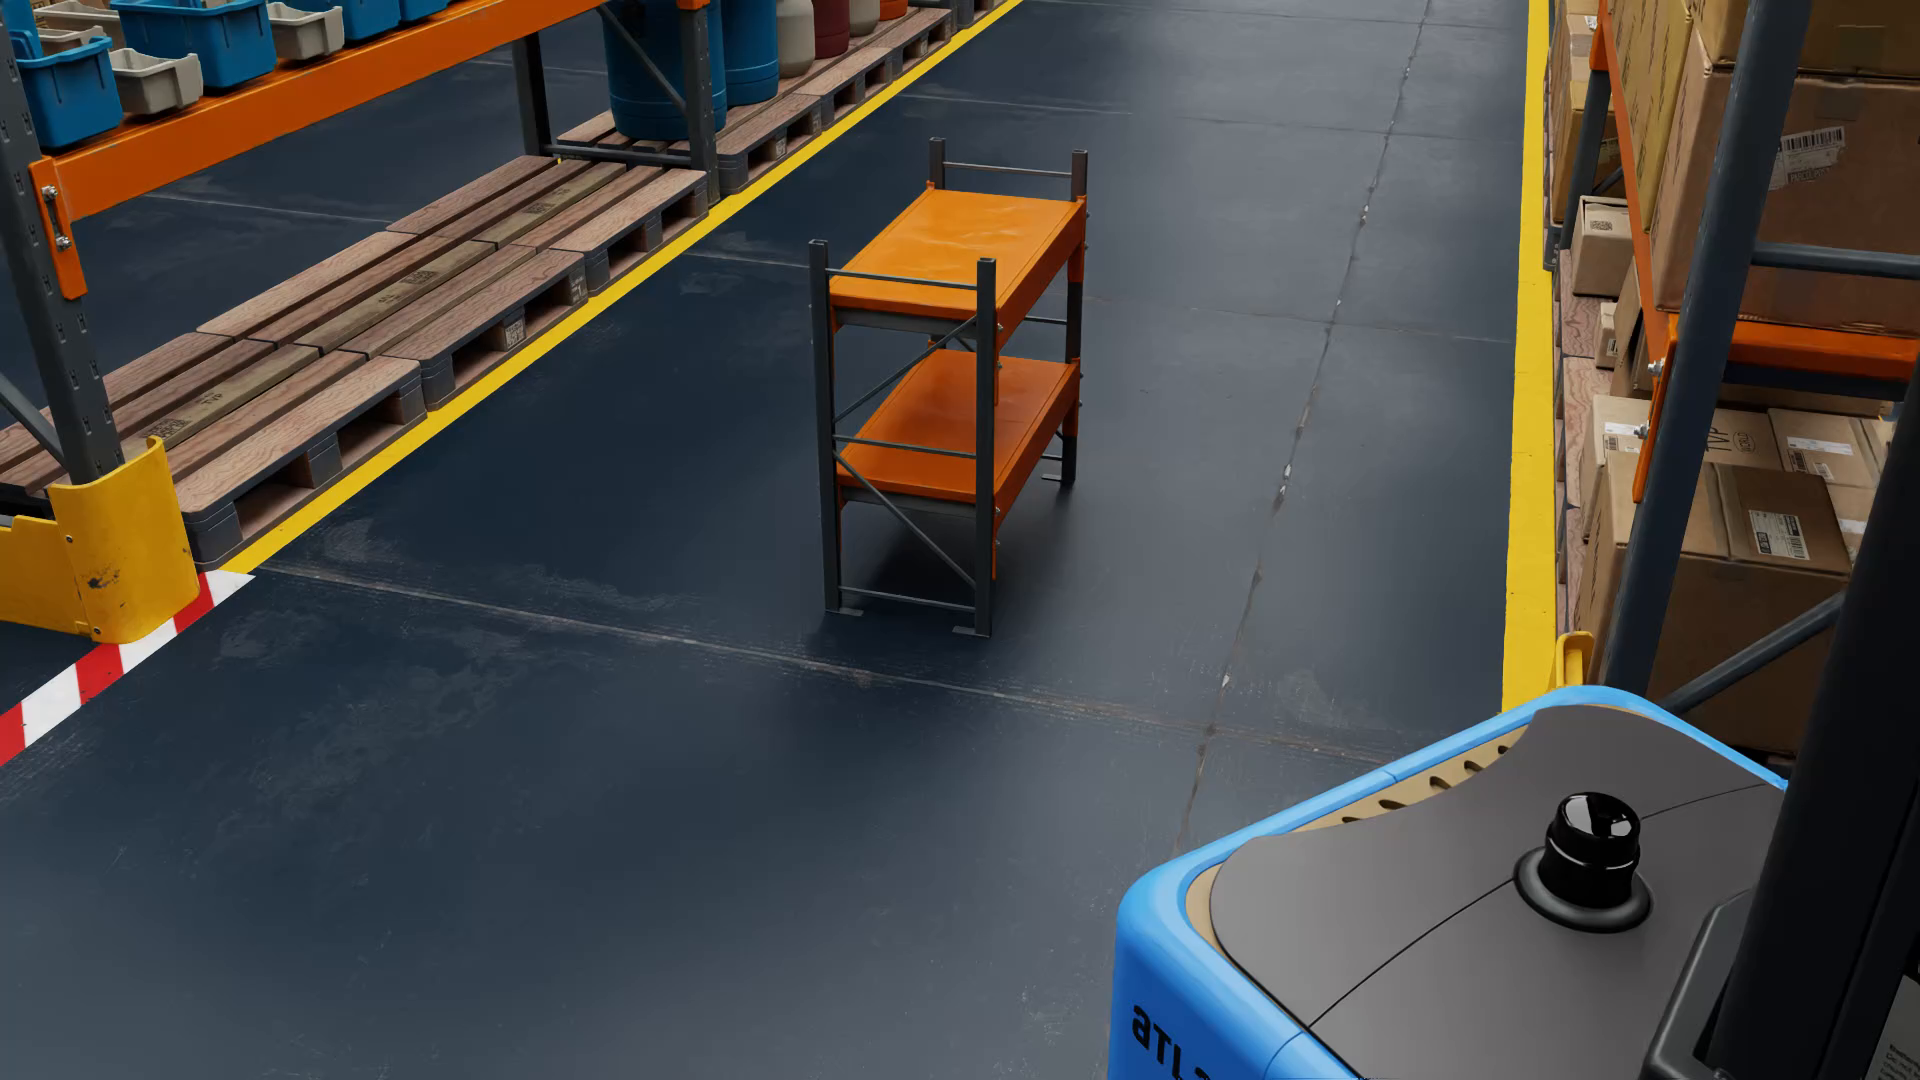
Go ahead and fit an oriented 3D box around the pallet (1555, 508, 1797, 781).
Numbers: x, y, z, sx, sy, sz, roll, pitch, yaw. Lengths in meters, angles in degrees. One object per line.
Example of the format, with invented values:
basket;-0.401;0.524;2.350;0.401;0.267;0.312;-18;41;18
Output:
pallet;2.127;0.340;4.422;1.003;0.211;1.213;8;30;15

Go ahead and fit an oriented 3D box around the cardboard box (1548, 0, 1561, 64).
cardboard box;3.813;-3.120;9.891;0.500;0.500;0.500;10;31;17

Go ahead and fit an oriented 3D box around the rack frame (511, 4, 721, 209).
rack frame;-1.688;-3.040;7.630;1.000;3.000;0.127;8;30;15

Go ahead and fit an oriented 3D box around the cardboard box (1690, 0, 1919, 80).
cardboard box;1.740;-1.200;3.190;0.500;0.500;0.500;8;30;14

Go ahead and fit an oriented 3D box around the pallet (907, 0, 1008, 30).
pallet;-0.249;-4.035;12.286;1.003;0.211;1.213;8;30;15

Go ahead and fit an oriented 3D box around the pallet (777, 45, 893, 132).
pallet;-1.065;-2.743;9.964;1.003;0.211;1.213;8;30;15

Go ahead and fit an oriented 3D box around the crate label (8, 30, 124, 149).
crate label;-2.475;-1.202;4.436;0.416;0.233;0.303;8;30;15

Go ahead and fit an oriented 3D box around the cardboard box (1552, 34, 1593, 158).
cardboard box;3.218;-2.163;8.172;0.500;0.500;0.500;9;30;15

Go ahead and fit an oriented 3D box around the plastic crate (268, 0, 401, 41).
plastic crate;-2.088;-1.814;5.536;0.416;0.233;0.300;8;30;15

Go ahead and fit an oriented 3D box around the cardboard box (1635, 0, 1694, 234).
cardboard box;1.892;-1.005;3.869;0.500;0.500;0.500;9;30;15

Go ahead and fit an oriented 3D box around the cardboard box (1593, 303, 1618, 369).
cardboard box;2.472;-0.718;5.918;0.380;0.166;0.250;8;30;15

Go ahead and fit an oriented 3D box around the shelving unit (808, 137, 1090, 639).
shelving unit;-0.002;-0.488;4.971;0.538;1.125;1.048;8;30;15

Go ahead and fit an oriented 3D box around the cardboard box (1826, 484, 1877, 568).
cardboard box;2.449;0.092;4.375;0.500;0.250;0.500;8;30;15

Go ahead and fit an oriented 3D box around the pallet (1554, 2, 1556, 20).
pallet;4.859;-3.914;12.069;1.003;0.211;1.213;8;30;15

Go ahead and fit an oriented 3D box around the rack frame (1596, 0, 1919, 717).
rack frame;1.872;-0.473;3.015;1.000;3.000;0.127;8;30;15

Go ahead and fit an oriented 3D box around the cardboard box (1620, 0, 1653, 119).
cardboard box;2.192;-1.470;4.705;0.500;0.500;0.500;8;30;14

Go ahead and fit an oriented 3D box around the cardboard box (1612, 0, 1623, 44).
cardboard box;2.489;-1.939;5.547;0.500;0.500;0.500;9;30;16

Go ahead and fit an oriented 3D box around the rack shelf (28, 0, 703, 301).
rack shelf;-2.275;-1.797;6.134;1.077;0.370;4.000;8;30;15

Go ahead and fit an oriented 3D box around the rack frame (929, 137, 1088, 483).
rack frame;0.147;-0.725;5.396;0.500;1.125;0.032;8;30;15

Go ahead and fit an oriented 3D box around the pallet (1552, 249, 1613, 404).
pallet;2.844;-0.794;6.461;1.003;0.211;1.213;8;30;15

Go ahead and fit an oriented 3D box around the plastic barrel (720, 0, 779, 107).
plastic barrel;-1.304;-2.886;9.079;0.600;0.901;0.708;8;30;15

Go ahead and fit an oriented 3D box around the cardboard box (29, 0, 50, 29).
cardboard box;-6.254;-3.302;9.854;1.225;0.875;0.875;9;30;15

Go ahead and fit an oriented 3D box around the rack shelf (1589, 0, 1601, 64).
rack shelf;3.633;-2.947;8.202;1.077;0.370;4.000;8;30;15

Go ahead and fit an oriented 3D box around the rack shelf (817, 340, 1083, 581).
rack shelf;-0.002;-0.275;5.090;0.538;0.278;1.000;8;30;15

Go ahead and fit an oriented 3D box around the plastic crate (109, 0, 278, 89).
plastic crate;-2.282;-1.508;4.986;0.416;0.233;0.300;8;30;15

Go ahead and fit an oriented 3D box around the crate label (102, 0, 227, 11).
crate label;-2.639;-1.763;5.543;0.396;0.136;0.243;8;30;15

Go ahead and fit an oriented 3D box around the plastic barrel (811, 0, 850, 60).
plastic barrel;-0.973;-3.274;10.099;0.600;0.588;0.708;8;30;15

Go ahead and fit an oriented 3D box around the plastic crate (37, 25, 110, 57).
plastic crate;-2.796;-1.497;5.065;0.396;0.136;0.243;8;30;15

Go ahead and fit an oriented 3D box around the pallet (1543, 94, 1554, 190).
pallet;3.605;-2.065;8.746;1.003;0.211;1.213;8;30;15

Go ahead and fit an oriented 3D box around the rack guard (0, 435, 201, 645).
rack guard;-2.857;-0.076;4.873;1.175;0.500;0.348;8;30;15

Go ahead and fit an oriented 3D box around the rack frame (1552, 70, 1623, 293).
rack frame;3.046;-2.332;6.356;1.000;3.000;0.127;8;30;15

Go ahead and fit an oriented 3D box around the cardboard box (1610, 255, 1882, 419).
cardboard box;2.499;-0.559;5.285;0.797;0.503;0.637;8;30;15

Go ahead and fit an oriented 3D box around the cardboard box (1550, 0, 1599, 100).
cardboard box;3.513;-2.643;9.035;0.500;0.500;0.500;8;30;14

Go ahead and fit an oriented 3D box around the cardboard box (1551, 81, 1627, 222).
cardboard box;2.917;-1.702;7.343;0.500;0.500;0.500;8;30;15

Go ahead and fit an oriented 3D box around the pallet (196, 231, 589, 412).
pallet;-2.223;-0.906;6.661;1.003;0.211;1.213;8;30;15

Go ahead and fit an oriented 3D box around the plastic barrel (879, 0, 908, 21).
plastic barrel;-0.641;-3.905;10.984;0.600;0.830;0.708;8;30;15

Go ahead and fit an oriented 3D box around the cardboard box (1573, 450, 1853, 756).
cardboard box;1.796;0.139;4.033;0.500;0.500;0.500;8;30;15
